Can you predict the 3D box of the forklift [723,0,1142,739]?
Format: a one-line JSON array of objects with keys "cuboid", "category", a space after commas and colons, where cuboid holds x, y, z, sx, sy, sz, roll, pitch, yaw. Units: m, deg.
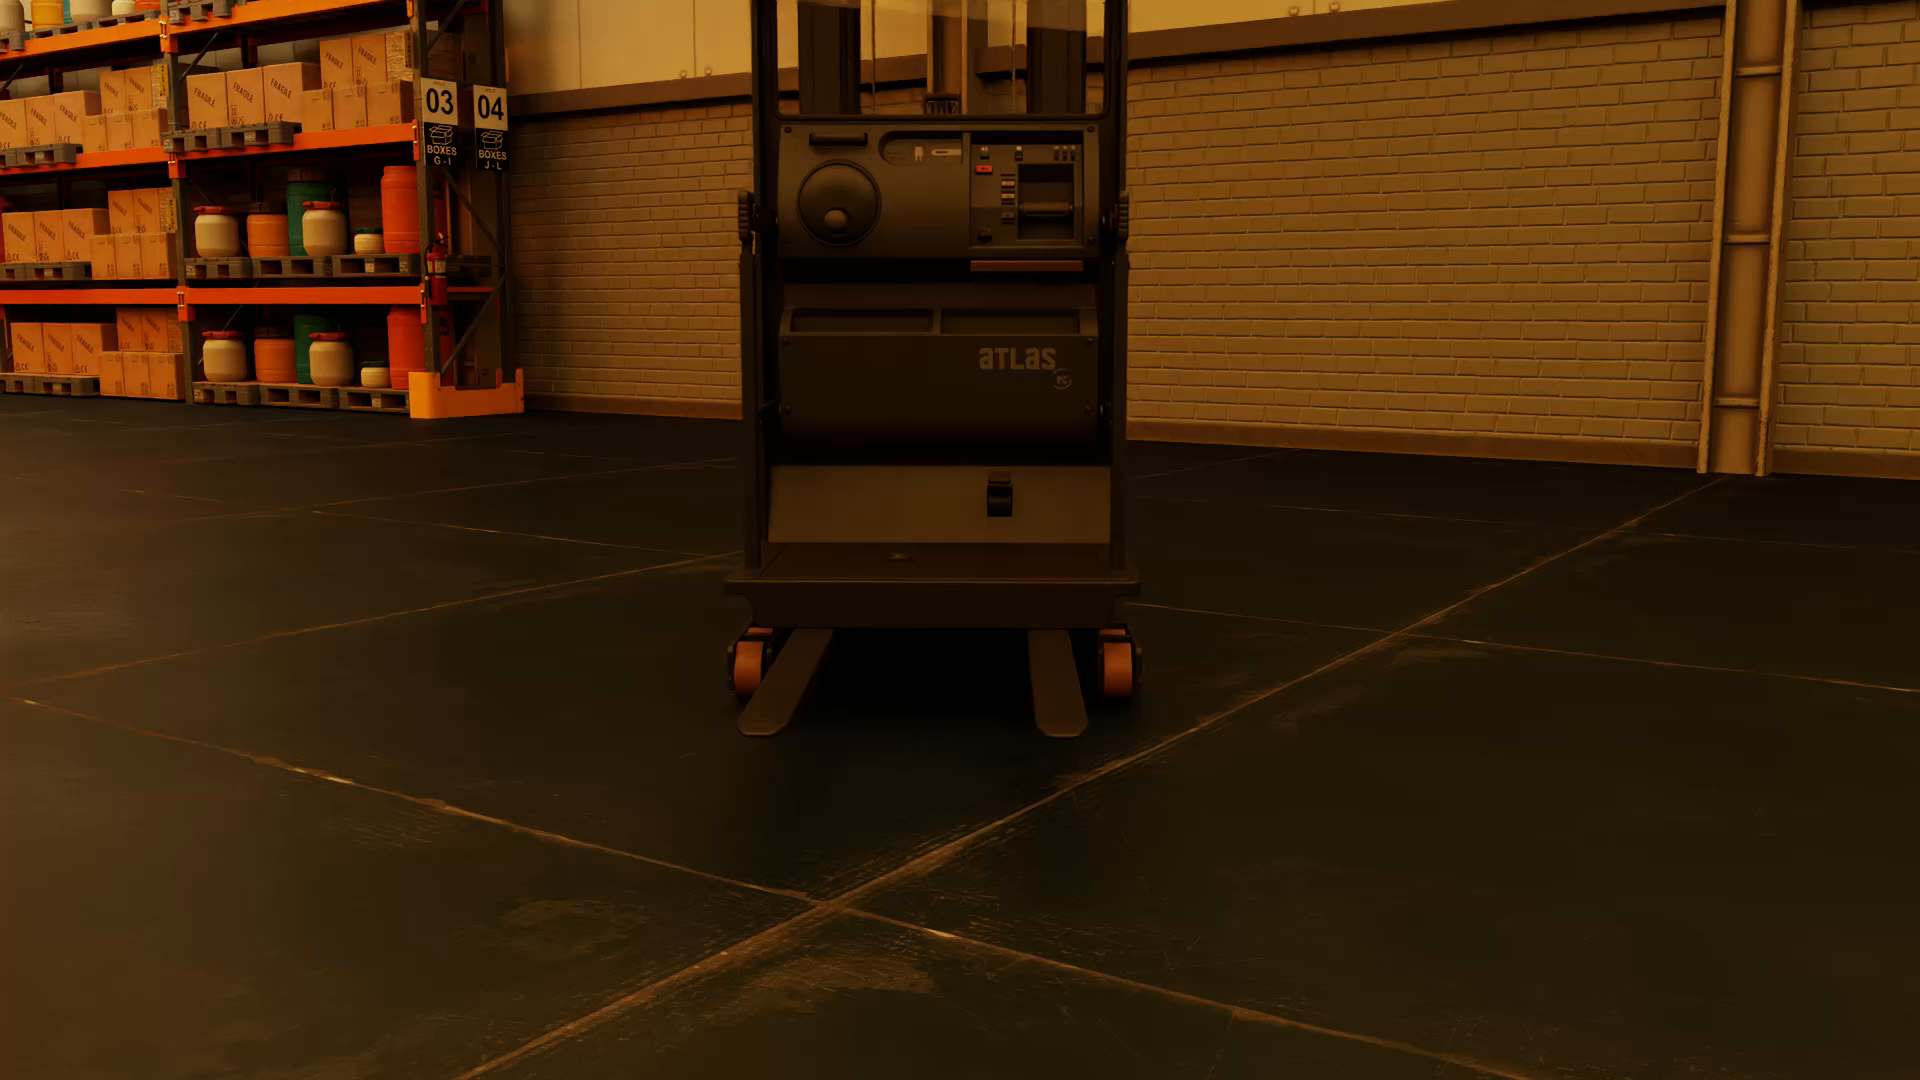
[{"cuboid": [-0.064, -1.056, 4.621, 1.130, 2.935, 3.031, 0, 8, 1], "category": "forklift"}]
